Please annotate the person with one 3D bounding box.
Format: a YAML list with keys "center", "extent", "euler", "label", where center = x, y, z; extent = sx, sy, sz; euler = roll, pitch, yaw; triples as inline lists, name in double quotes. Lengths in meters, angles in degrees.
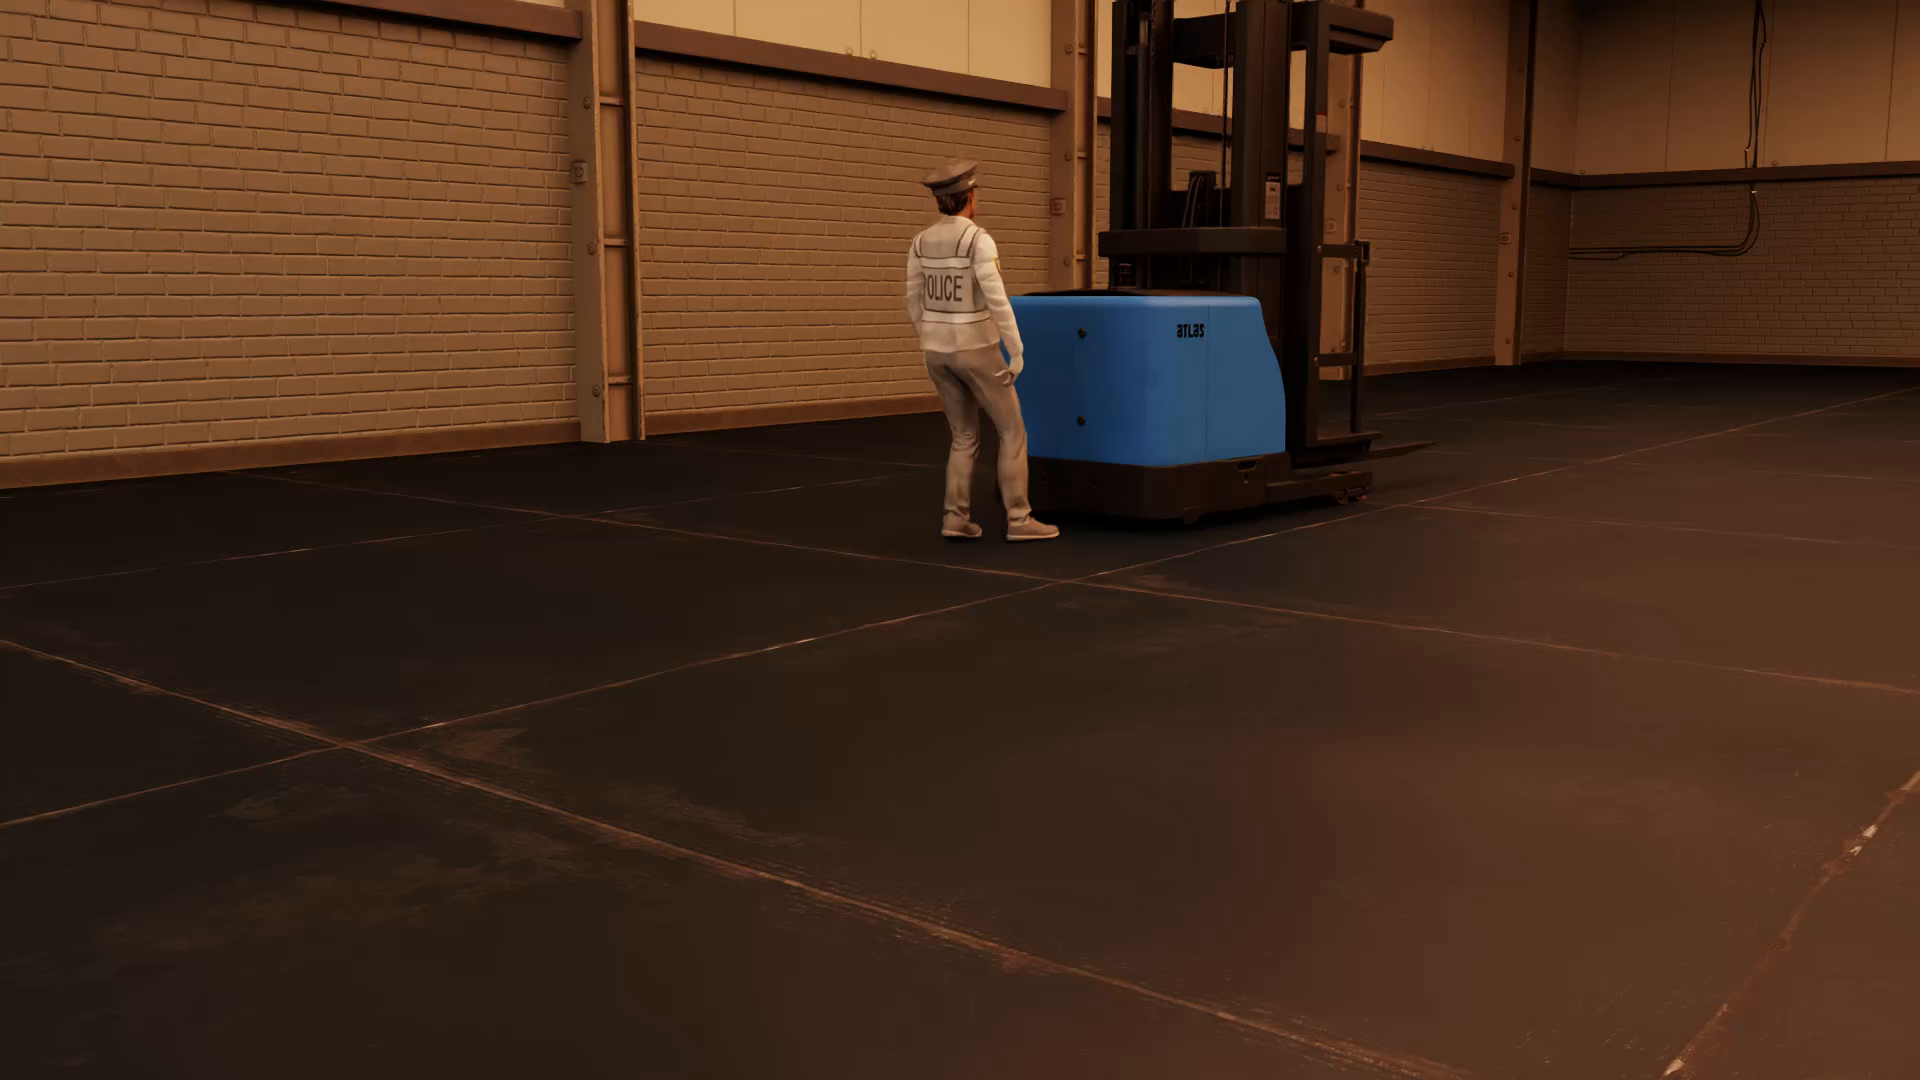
- center: [0.074, -0.830, 7.396]
  extent: [0.617, 1.679, 0.538]
  euler: [8, 11, 43]
  label: "person"

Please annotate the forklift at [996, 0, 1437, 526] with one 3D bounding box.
- center: [1.544, -1.678, 8.749]
  extent: [1.130, 2.935, 3.031]
  euler: [8, 11, 42]
  label: "forklift"
